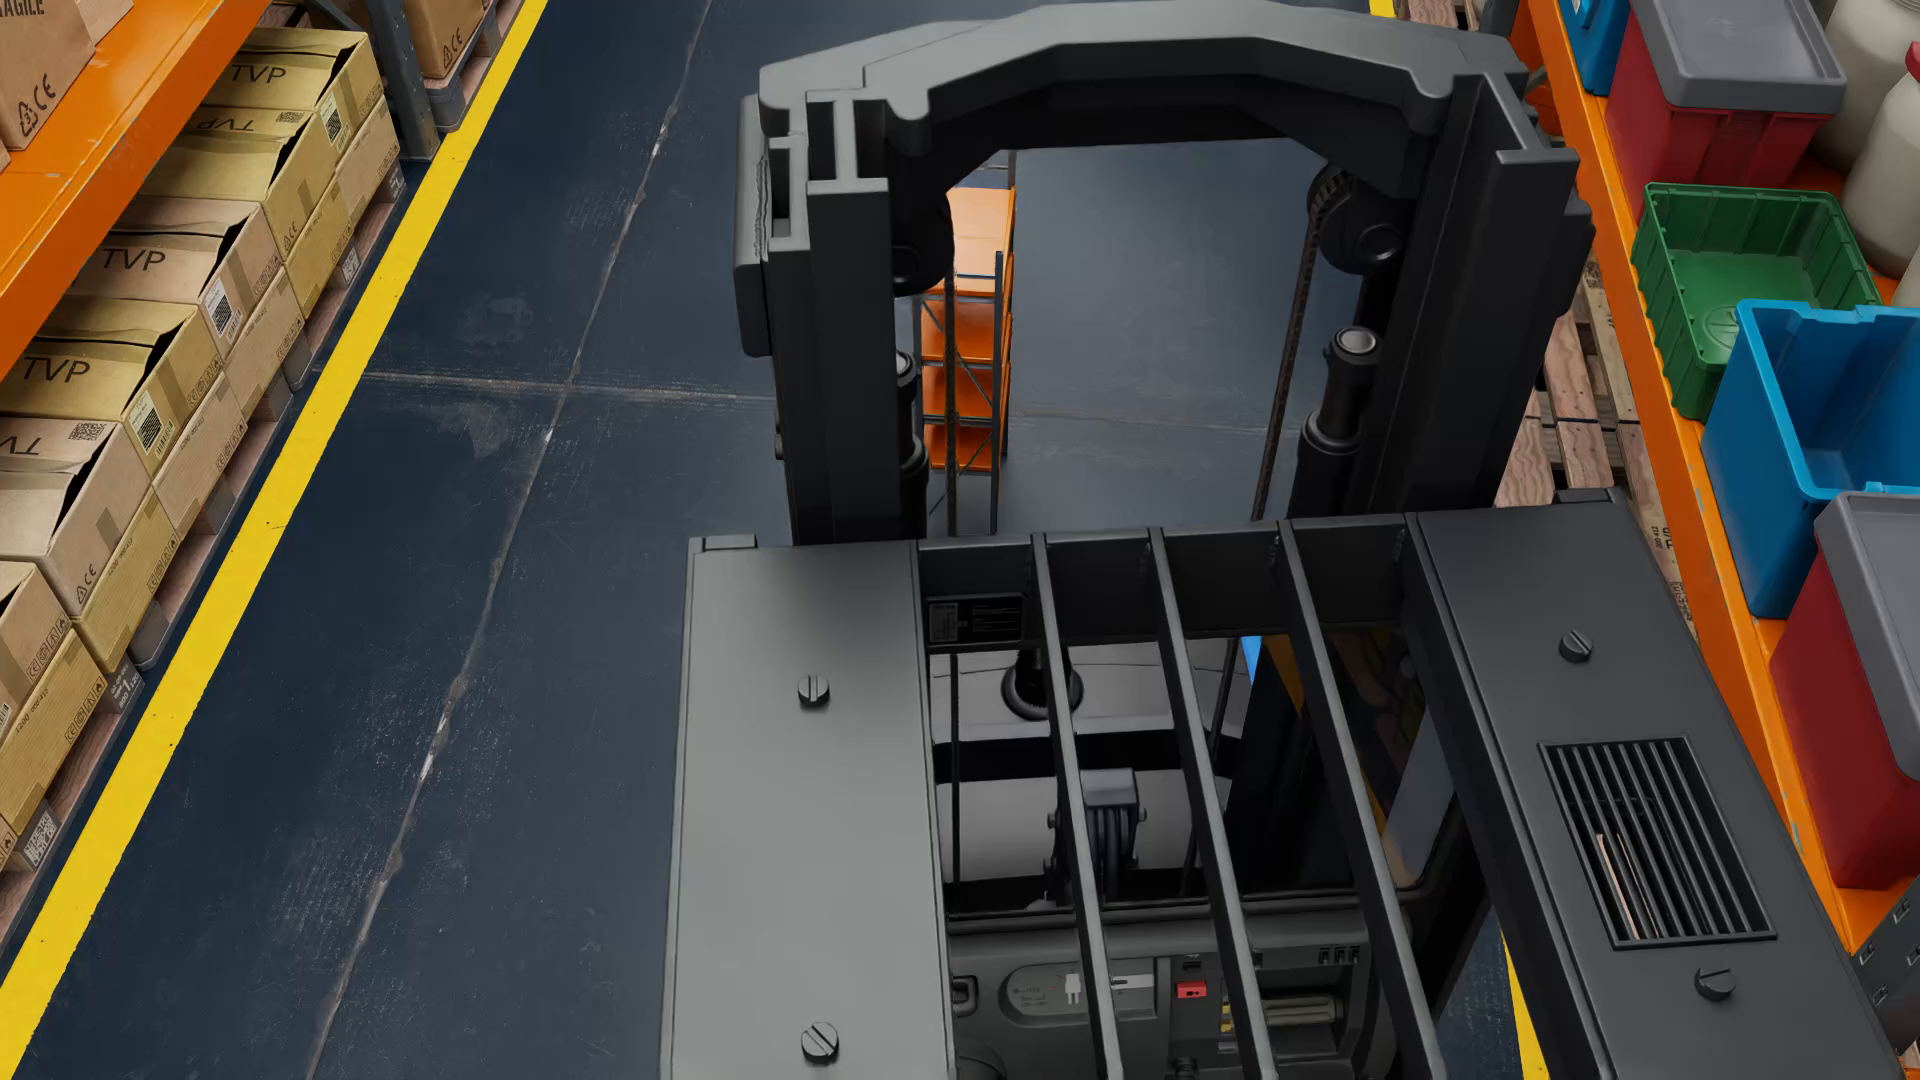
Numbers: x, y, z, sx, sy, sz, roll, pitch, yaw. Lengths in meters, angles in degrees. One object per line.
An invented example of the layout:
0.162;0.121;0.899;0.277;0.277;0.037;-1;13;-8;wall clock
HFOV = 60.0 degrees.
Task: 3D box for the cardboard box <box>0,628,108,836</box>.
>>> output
-2.629;0.476;4.361;0.500;0.250;0.500;5;48;5;cardboard box

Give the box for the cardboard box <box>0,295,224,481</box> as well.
-2.536;-0.475;4.850;0.500;0.311;0.500;5;48;5;cardboard box

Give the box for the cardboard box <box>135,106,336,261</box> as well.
-2.439;-1.214;5.526;0.500;0.311;0.500;3;48;3;cardboard box

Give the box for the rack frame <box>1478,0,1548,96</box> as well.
2.337;-2.259;5.283;1.000;3.000;0.127;4;48;4;rack frame

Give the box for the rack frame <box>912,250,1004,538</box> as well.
-0.007;-0.347;4.755;0.240;1.200;0.015;4;48;4;rack frame

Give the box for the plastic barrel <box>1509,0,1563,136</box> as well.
2.364;-2.029;6.259;0.600;0.830;0.708;4;48;4;plastic barrel

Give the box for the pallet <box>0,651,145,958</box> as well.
-2.932;0.742;4.428;1.003;0.211;1.213;4;48;4;pallet

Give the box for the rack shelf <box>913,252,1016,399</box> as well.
0.015;-0.632;4.803;0.258;0.148;0.480;4;48;4;rack shelf

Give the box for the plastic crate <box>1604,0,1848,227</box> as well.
1.885;-1.113;4.192;0.402;0.464;0.583;4;48;4;plastic crate

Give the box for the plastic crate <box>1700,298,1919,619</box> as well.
1.763;-0.145;3.361;0.392;0.384;0.575;4;48;4;plastic crate

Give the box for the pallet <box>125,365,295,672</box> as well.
-2.823;-0.157;5.251;1.003;0.211;1.213;4;48;4;pallet

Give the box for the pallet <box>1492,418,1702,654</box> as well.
2.114;0.143;4.976;1.003;0.211;1.213;4;48;4;pallet

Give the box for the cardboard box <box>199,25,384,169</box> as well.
-2.398;-1.596;5.876;0.500;0.311;0.500;5;48;5;cardboard box

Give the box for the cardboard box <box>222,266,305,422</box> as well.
-2.493;-0.657;5.397;0.500;0.250;0.500;5;48;4;cardboard box

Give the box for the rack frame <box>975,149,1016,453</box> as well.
0.037;-0.706;5.083;0.240;1.200;0.015;4;48;4;rack frame

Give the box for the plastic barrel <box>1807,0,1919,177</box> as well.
2.417;-1.216;4.254;0.421;0.512;0.421;0;48;0;plastic barrel

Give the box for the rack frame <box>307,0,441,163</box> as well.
-2.596;-2.594;5.590;1.000;3.000;0.127;4;48;4;rack frame

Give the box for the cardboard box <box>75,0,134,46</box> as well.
-2.656;-1.569;4.822;0.380;0.149;0.250;7;48;6;cardboard box

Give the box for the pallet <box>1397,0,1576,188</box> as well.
2.367;-1.900;6.844;1.003;0.211;1.213;4;48;4;pallet

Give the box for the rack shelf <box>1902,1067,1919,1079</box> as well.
1.790;2.393;1.516;1.077;0.370;4.000;4;48;4;rack shelf

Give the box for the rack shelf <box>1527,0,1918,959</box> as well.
2.154;-0.546;4.204;1.077;0.370;4.000;4;48;4;rack shelf

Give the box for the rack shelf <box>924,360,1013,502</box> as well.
0.015;-0.347;5.115;0.258;0.148;0.480;4;48;4;rack shelf

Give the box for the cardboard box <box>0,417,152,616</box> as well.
-2.578;-0.093;4.501;0.500;0.311;0.500;2;48;2;cardboard box

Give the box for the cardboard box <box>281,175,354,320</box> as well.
-2.444;-1.026;5.735;0.500;0.250;0.500;3;48;3;cardboard box

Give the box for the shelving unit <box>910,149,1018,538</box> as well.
0.015;-0.527;4.919;0.258;1.200;0.503;4;48;4;shelving unit

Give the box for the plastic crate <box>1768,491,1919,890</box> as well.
1.712;0.283;2.915;0.402;0.464;0.583;4;48;4;plastic crate

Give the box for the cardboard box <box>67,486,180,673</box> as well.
-2.584;0.095;4.709;0.500;0.250;0.500;3;48;2;cardboard box

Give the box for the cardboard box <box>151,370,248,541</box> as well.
-2.537;-0.279;5.051;0.500;0.250;0.500;5;48;4;cardboard box

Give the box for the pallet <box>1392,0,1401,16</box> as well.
2.481;-2.794;7.662;1.003;0.211;1.213;4;48;4;pallet

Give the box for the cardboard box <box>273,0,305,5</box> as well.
-2.744;-2.602;6.993;0.500;0.500;0.500;6;48;5;cardboard box

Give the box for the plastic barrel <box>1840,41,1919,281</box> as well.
2.384;-0.910;3.958;0.433;0.535;0.433;0;48;0;plastic barrel

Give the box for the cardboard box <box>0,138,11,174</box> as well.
-2.780;-1.007;4.071;0.500;0.500;0.500;4;48;4;cardboard box

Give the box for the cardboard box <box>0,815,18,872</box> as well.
-2.677;0.851;4.017;0.500;0.250;0.500;3;48;3;cardboard box

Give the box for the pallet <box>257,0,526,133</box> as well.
-2.490;-2.199;7.119;1.003;0.211;1.213;4;48;4;pallet

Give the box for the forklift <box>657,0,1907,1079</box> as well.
0.253;0.885;2.454;1.130;2.935;3.031;-3;48;-3;forklift

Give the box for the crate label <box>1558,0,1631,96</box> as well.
1.977;-1.559;4.619;0.502;0.435;0.616;4;48;4;crate label

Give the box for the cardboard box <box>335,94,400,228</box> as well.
-2.401;-1.405;6.081;0.500;0.250;0.500;5;48;4;cardboard box

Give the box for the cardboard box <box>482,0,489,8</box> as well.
-2.228;-2.600;6.991;0.500;0.500;0.500;2;48;2;cardboard box

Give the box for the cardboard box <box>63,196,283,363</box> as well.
-2.488;-0.843;5.187;0.500;0.311;0.500;4;48;3;cardboard box

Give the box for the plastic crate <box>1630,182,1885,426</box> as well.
1.850;-0.546;3.861;0.450;0.188;0.662;4;48;4;plastic crate

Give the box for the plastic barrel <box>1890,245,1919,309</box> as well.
2.345;-0.593;3.667;0.433;0.535;0.433;0;48;0;plastic barrel

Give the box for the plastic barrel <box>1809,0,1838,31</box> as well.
2.456;-1.526;4.537;0.421;0.512;0.421;0;48;0;plastic barrel

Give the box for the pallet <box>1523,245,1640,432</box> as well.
2.227;-0.751;5.794;1.003;0.211;1.213;4;48;4;pallet

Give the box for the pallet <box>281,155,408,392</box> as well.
-2.710;-1.051;6.068;1.003;0.211;1.213;4;48;4;pallet

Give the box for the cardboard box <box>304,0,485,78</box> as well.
-2.270;-2.215;6.639;0.500;0.500;0.500;6;48;5;cardboard box

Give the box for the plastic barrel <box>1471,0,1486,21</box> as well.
2.327;-2.342;6.761;0.421;0.512;0.421;0;48;0;plastic barrel

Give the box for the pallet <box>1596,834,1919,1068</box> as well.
2.005;1.042;4.154;1.003;0.211;1.213;4;48;4;pallet

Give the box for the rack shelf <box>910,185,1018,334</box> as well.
0.015;-0.792;4.629;0.258;0.148;0.480;4;48;4;rack shelf

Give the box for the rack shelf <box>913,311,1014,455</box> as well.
0.015;-0.481;4.968;0.258;0.148;0.480;4;48;4;rack shelf

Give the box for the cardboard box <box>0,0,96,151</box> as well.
-2.732;-1.394;4.425;0.500;0.500;0.500;2;48;1;cardboard box

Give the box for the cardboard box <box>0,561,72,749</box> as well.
-2.624;0.287;4.153;0.500;0.311;0.500;3;48;3;cardboard box
